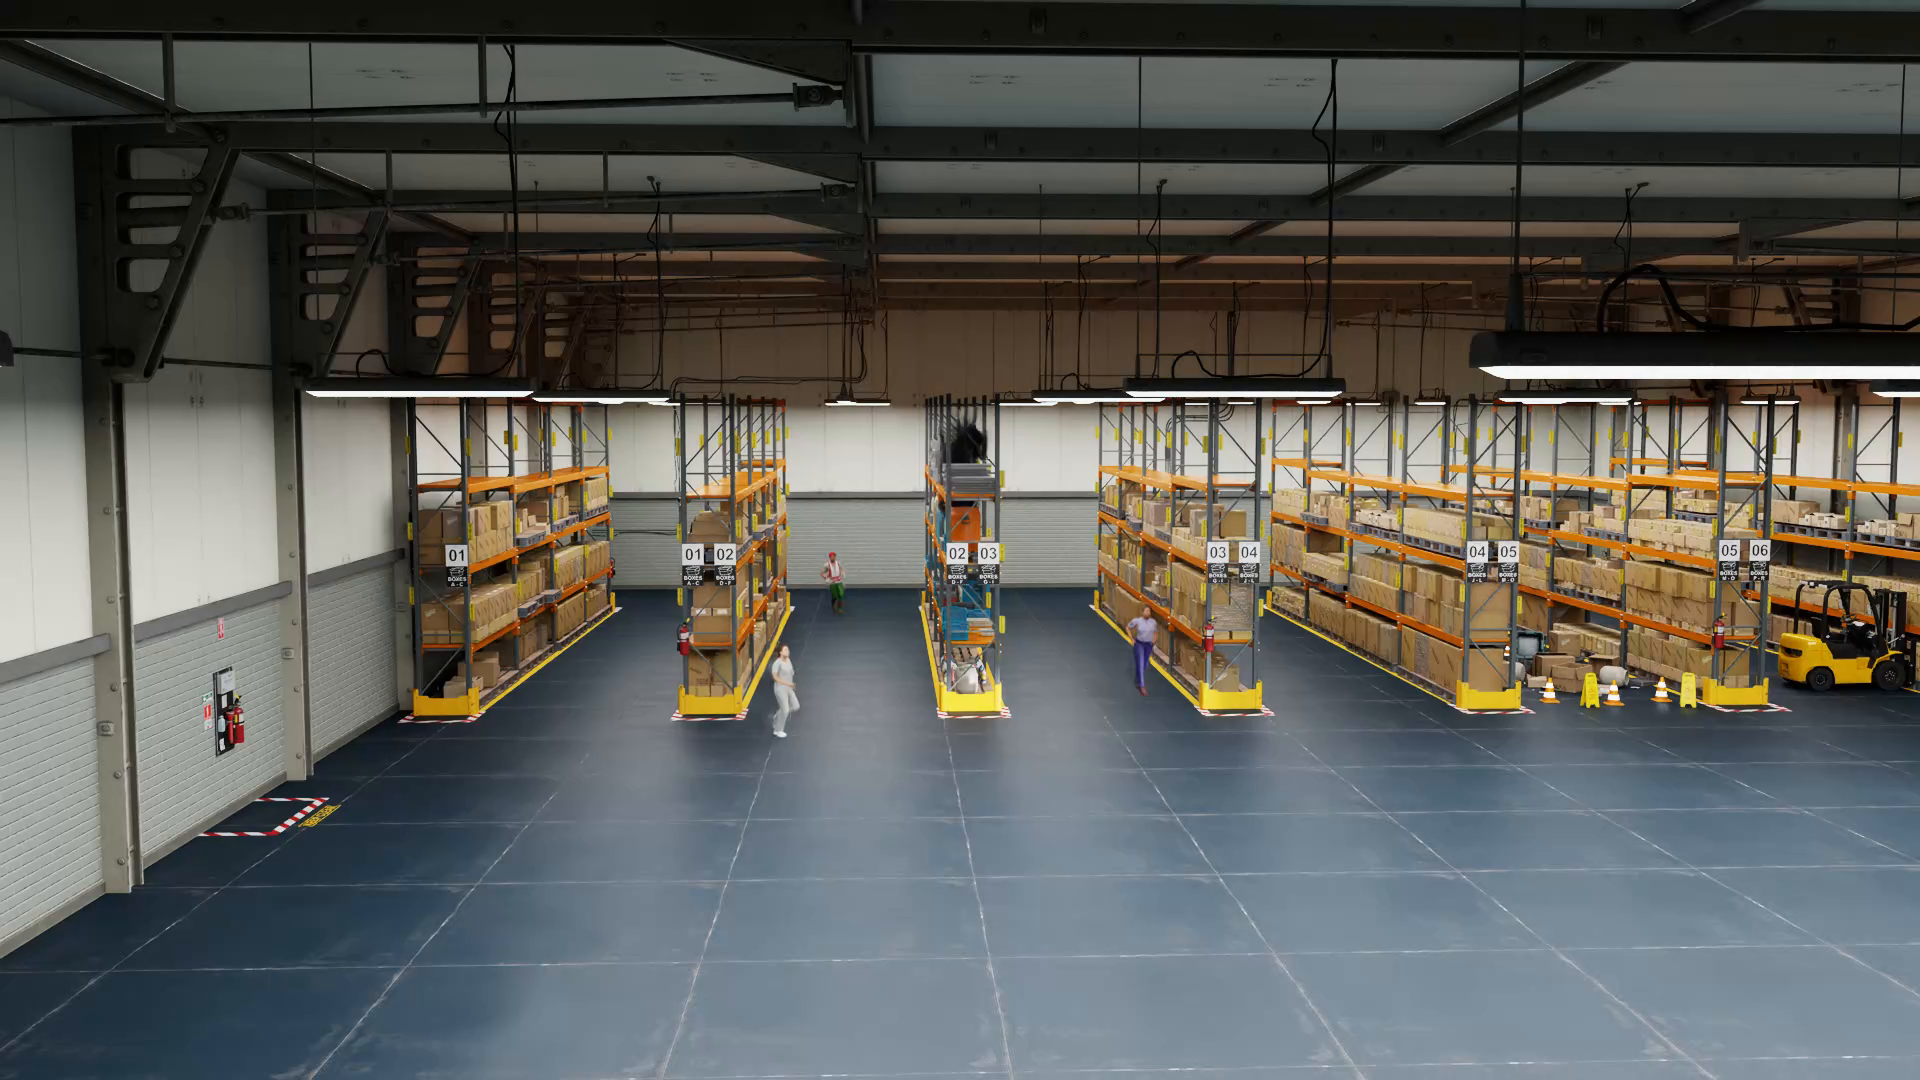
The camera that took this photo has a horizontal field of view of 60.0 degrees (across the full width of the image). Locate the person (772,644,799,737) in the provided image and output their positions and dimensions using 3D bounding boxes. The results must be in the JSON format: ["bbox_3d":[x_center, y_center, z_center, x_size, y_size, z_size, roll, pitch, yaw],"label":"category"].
[{"bbox_3d":[-3.065,2.615,29.061,0.575,1.632,0.597,3,5,30],"label":"person"}]

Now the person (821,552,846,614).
[{"bbox_3d":[-3.525,1.197,46.503,0.687,1.728,0.649,-2,5,-27],"label":"person"}]

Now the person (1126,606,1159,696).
[{"bbox_3d":[3.546,2.118,32.186,0.624,1.683,0.810,-1,5,-17],"label":"person"}]
